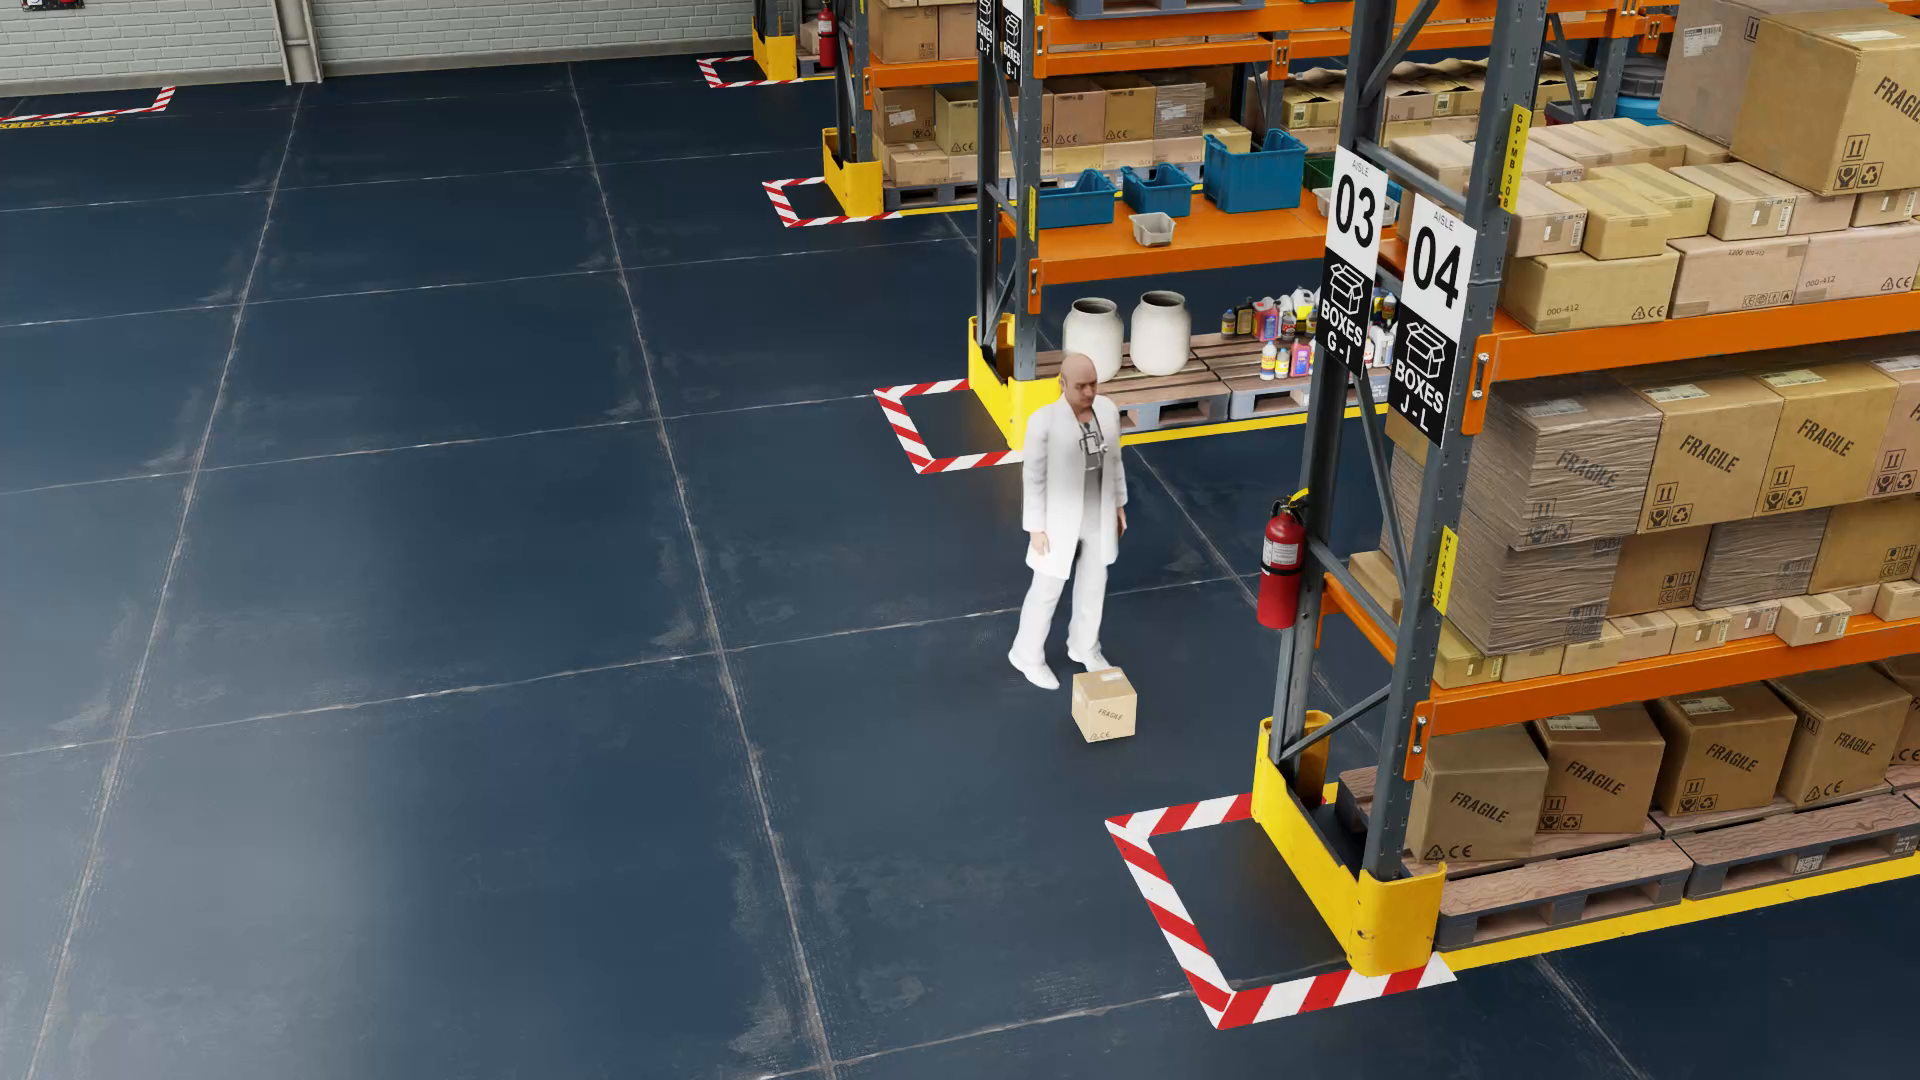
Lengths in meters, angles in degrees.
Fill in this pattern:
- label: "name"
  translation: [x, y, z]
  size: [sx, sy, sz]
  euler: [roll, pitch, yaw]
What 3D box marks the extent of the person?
- label: "person"
  translation: [0.614, -0.066, 8.406]
  size: [0.627, 1.839, 0.447]
  euler: [-15, 33, -24]
